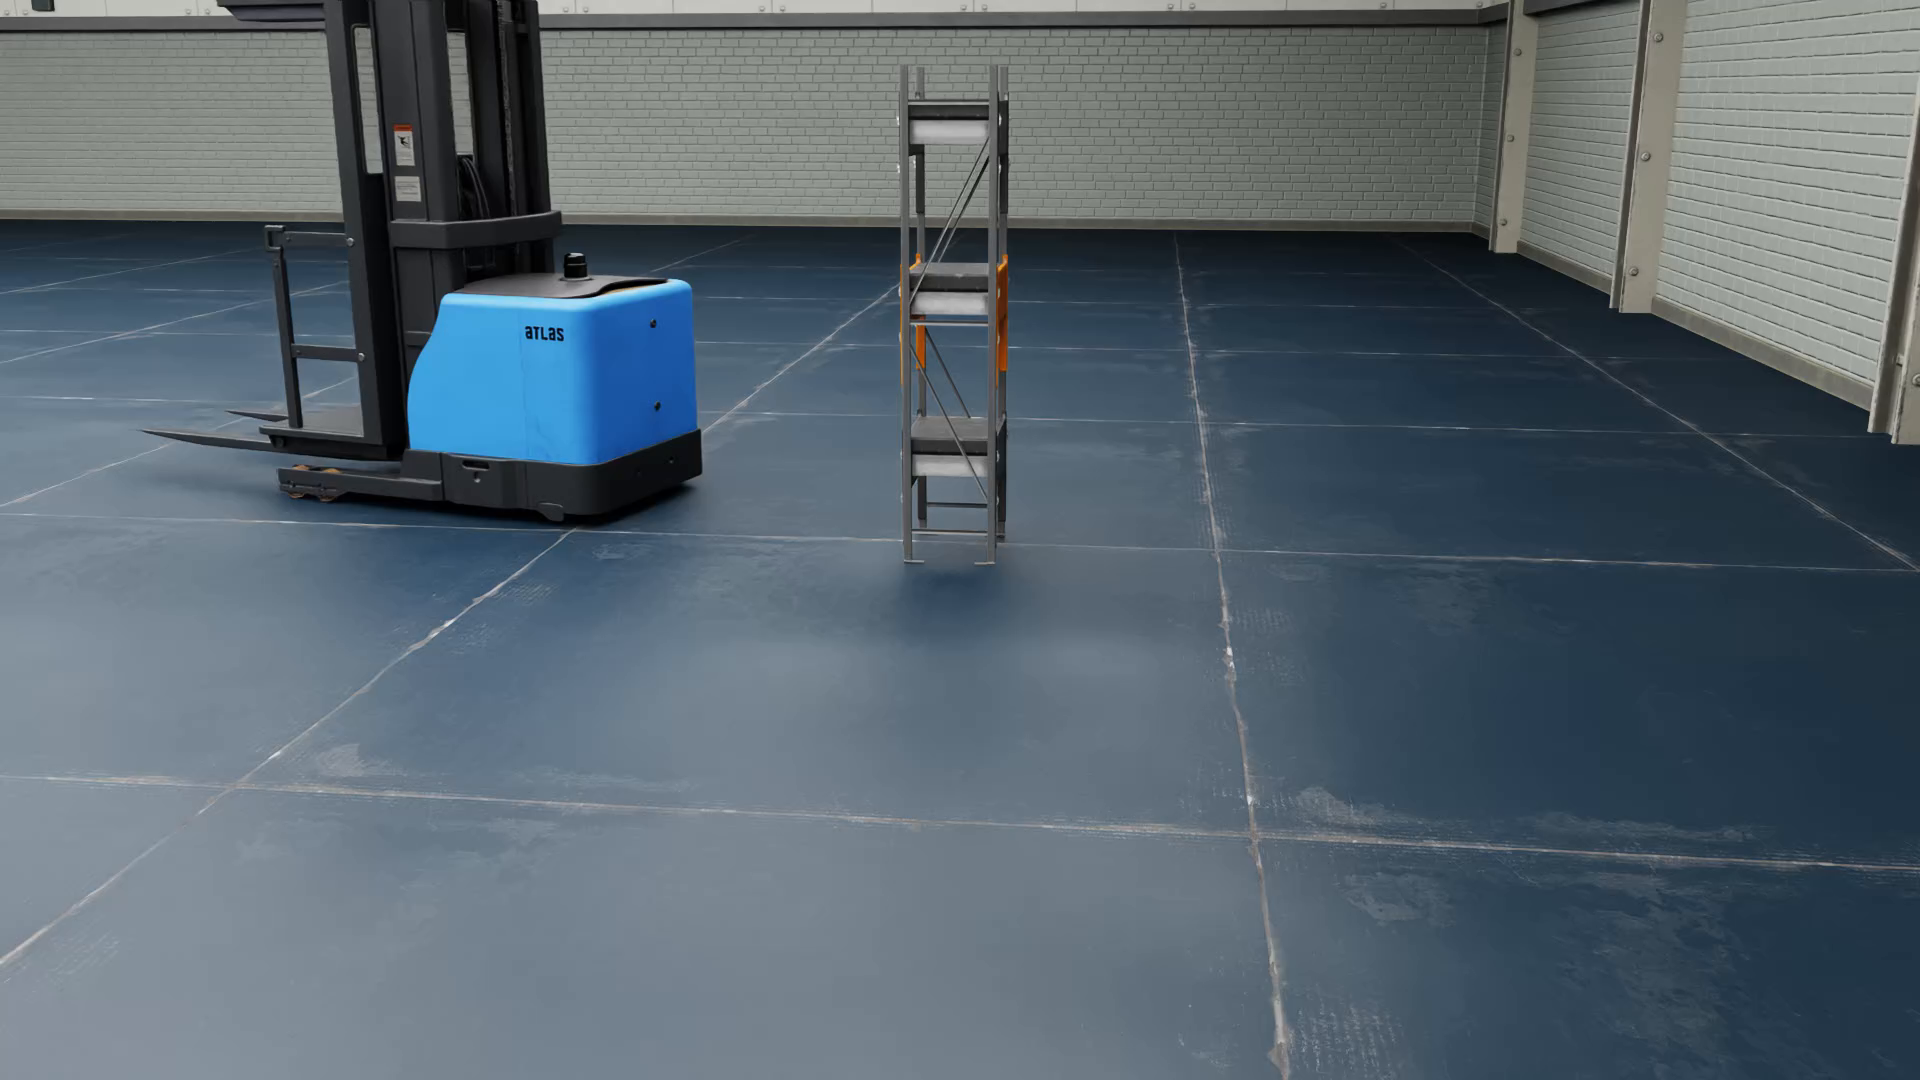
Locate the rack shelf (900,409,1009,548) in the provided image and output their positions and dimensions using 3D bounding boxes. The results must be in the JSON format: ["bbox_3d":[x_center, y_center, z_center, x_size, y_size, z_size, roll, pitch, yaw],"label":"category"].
[{"bbox_3d":[-0.019,-0.282,7.415,0.431,0.518,0.480,2,15,6],"label":"rack shelf"}]

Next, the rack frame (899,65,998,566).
[{"bbox_3d":[-0.046,-0.907,6.995,0.400,2.100,0.015,2,15,6],"label":"rack frame"}]

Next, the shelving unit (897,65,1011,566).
[{"bbox_3d":[-0.019,-0.971,7.229,0.431,2.100,0.503,2,15,6],"label":"shelving unit"}]

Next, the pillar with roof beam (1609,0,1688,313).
[{"bbox_3d":[2.052,-6.636,14.965,9.100,9.000,0.400,2,15,6],"label":"pillar with roof beam"}]

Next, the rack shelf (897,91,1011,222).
[{"bbox_3d":[-0.019,-1.633,7.050,0.431,0.518,0.480,2,15,6],"label":"rack shelf"}]

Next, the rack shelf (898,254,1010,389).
[{"bbox_3d":[-0.019,-0.958,7.233,0.431,0.518,0.480,2,15,6],"label":"rack shelf"}]

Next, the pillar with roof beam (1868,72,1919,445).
[{"bbox_3d":[1.375,-5.080,9.210,9.100,9.000,0.400,2,15,6],"label":"pillar with roof beam"}]

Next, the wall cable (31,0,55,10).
[{"bbox_3d":[-13.215,-11.077,24.871,2.305,6.003,0.169,2,15,6],"label":"wall cable"}]

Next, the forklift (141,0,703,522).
[{"bbox_3d":[-2.911,-1.727,8.434,3.031,2.935,1.130,6,16,21],"label":"forklift"}]

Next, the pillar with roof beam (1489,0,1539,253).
[{"bbox_3d":[2.729,-8.192,20.720,9.100,9.000,0.400,2,15,6],"label":"pillar with roof beam"}]

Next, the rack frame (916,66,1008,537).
[{"bbox_3d":[0.009,-1.034,7.463,0.400,2.100,0.015,2,15,6],"label":"rack frame"}]
